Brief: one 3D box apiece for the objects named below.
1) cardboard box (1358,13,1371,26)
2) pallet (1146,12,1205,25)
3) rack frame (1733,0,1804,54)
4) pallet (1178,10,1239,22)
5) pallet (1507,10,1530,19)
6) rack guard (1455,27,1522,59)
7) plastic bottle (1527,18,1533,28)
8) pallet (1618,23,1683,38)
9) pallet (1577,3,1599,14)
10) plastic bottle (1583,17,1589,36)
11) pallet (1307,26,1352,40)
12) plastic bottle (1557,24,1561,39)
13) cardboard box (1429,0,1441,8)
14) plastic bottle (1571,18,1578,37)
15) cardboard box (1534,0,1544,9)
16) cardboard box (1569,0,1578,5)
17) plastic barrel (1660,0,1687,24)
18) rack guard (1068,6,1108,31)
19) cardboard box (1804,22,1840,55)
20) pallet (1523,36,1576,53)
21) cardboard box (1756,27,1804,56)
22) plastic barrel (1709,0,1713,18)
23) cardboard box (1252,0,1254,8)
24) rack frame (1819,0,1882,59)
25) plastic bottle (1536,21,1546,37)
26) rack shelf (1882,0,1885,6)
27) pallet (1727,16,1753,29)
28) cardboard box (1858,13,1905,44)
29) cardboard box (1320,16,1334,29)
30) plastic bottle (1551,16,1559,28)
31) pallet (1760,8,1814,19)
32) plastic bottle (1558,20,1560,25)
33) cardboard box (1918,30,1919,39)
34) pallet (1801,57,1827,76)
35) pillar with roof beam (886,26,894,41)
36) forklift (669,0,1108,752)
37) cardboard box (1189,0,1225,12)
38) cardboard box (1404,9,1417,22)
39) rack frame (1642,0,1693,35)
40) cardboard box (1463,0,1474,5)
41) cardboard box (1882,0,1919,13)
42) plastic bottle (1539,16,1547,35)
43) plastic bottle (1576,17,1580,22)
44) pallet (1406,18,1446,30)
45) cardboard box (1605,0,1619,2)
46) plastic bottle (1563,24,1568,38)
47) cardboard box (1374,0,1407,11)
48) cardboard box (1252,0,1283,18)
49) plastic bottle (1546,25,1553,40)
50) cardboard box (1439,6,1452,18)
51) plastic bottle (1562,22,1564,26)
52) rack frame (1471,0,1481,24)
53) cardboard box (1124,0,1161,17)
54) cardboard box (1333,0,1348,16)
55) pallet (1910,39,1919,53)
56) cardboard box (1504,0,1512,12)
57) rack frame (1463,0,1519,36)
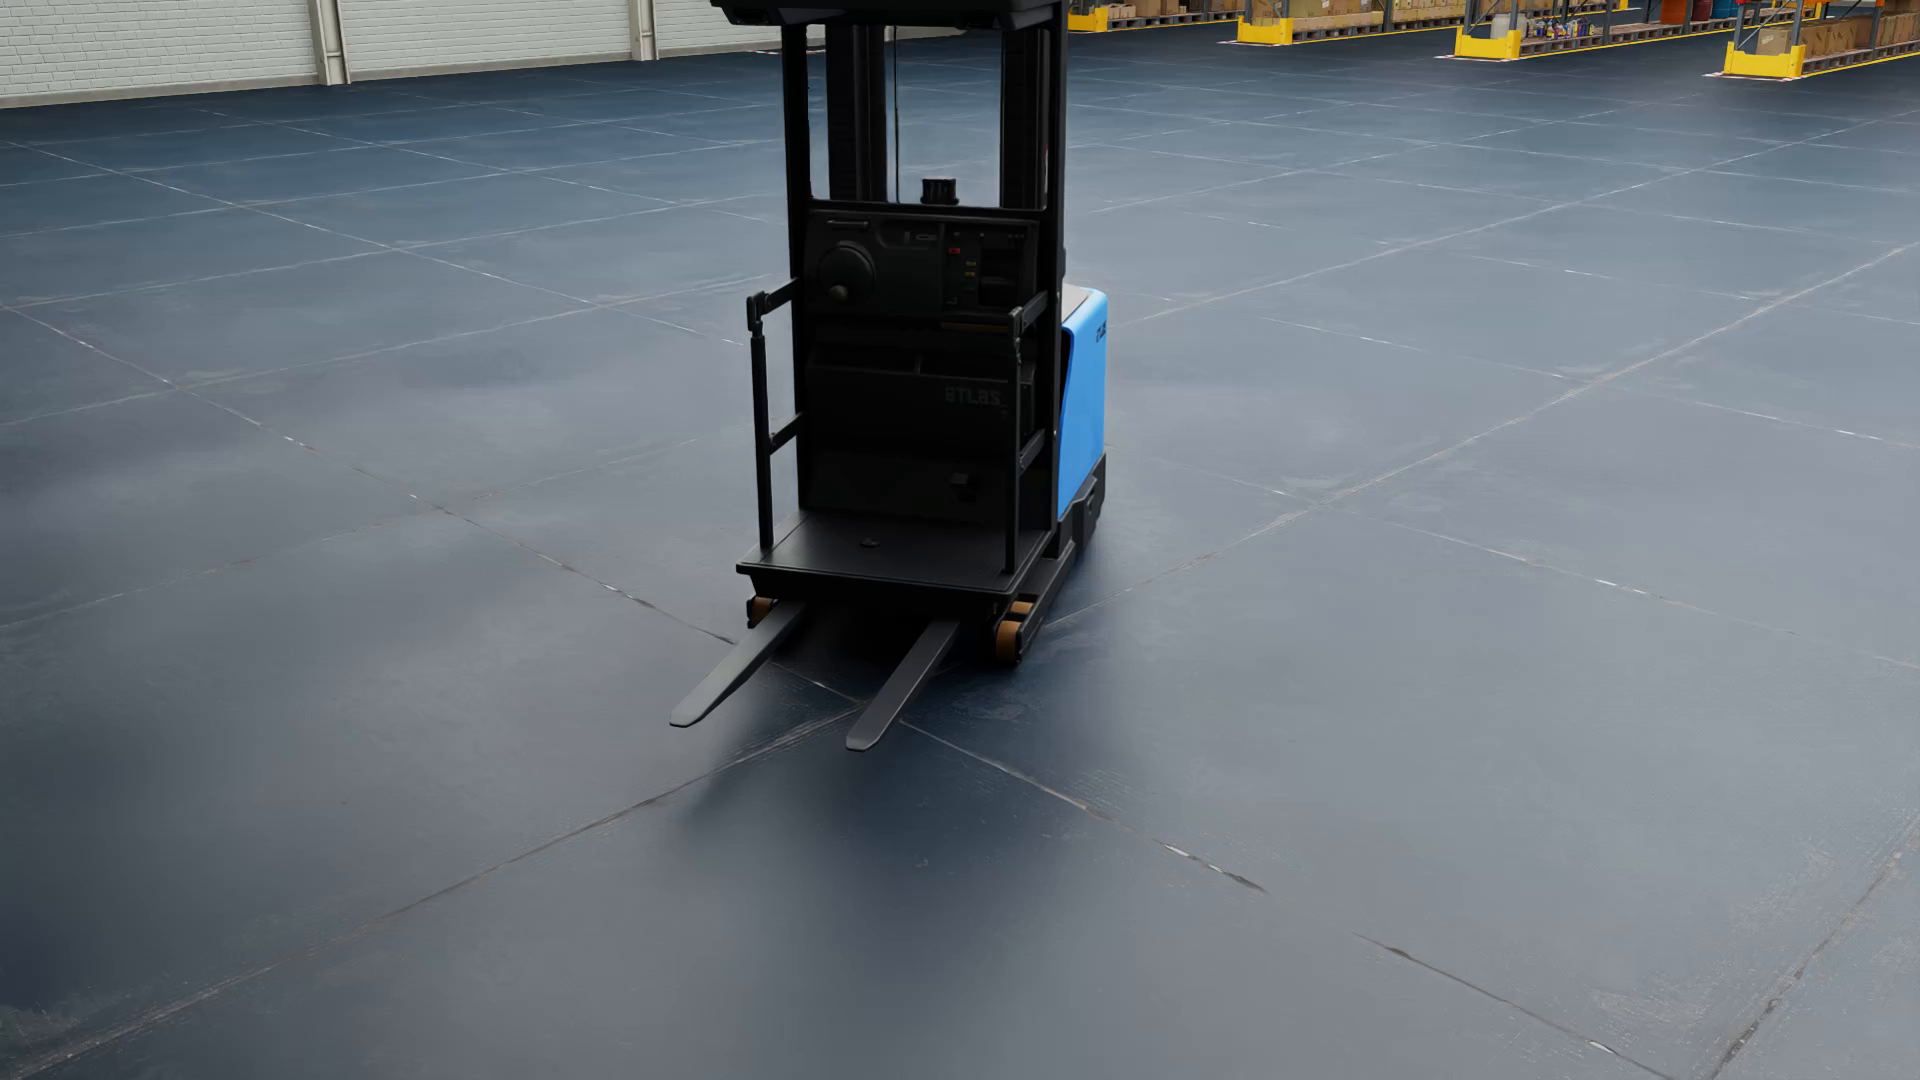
[{"bbox_3d":[8.550,-11.299,36.039,0.500,0.250,0.500,19,28,41],"label":"cardboard box"},{"bbox_3d":[5.077,-12.443,39.653,1.003,0.211,1.213,19,28,41],"label":"pallet"},{"bbox_3d":[13.377,-9.178,27.273,1.000,3.000,0.127,19,28,41],"label":"rack frame"},{"bbox_3d":[6.063,-12.825,40.646,1.003,0.211,1.213,19,28,41],"label":"pallet"},{"bbox_3d":[13.262,-12.908,40.863,1.003,0.211,1.213,19,28,41],"label":"pallet"},{"bbox_3d":[9.848,-9.282,31.028,1.175,0.500,0.348,19,28,41],"label":"rack guard"},{"bbox_3d":[11.200,-10.106,32.765,0.185,0.351,0.144,-19,28,-40],"label":"plastic bottle"},{"bbox_3d":[14.841,-10.983,35.856,1.003,0.211,1.213,19,28,41],"label":"pallet"},{"bbox_3d":[15.984,-13.933,43.530,1.003,0.211,1.213,19,28,41],"label":"pallet"},{"bbox_3d":[12.376,-10.177,32.951,0.144,0.351,0.185,18,28,39],"label":"plastic bottle"},{"bbox_3d":[7.636,-10.876,35.577,1.003,0.211,1.213,19,28,41],"label":"pallet"},{"bbox_3d":[11.555,-9.826,32.148,0.097,0.271,0.097,0,21,0],"label":"plastic bottle"},{"bbox_3d":[10.611,-12.301,37.862,0.500,0.311,0.500,-19,28,-41],"label":"cardboard box"},{"bbox_3d":[12.017,-10.045,32.607,0.144,0.351,0.185,19,28,40],"label":"plastic bottle"},{"bbox_3d":[14.163,-13.458,41.279,0.500,0.500,0.500,19,28,41],"label":"cardboard box"},{"bbox_3d":[15.697,-13.905,42.906,0.380,0.166,0.250,19,28,41],"label":"cardboard box"},{"bbox_3d":[15.738,-11.787,36.501,0.600,0.830,0.708,19,28,41],"label":"plastic barrel"},{"bbox_3d":[2.783,-11.750,37.449,1.175,0.500,0.348,19,28,41],"label":"rack guard"},{"bbox_3d":[15.089,-8.815,29.225,0.500,0.500,0.500,16,26,36],"label":"cardboard box"},{"bbox_3d":[11.269,-9.667,32.432,1.003,0.211,1.213,19,28,41],"label":"pallet"},{"bbox_3d":[13.825,-8.364,28.053,0.500,0.500,0.500,-14,25,-32],"label":"cardboard box"},{"bbox_3d":[16.856,-12.097,37.749,0.421,0.512,0.421,0,21,0],"label":"plastic barrel"},{"bbox_3d":[7.077,-13.556,41.534,0.700,0.500,0.500,19,28,40],"label":"cardboard box"},{"bbox_3d":[16.167,-10.206,29.948,1.000,3.000,0.127,19,28,41],"label":"rack frame"},{"bbox_3d":[11.454,-10.088,32.823,0.152,0.276,0.135,19,28,41],"label":"plastic bottle"},{"bbox_3d":[17.563,-10.385,31.415,1.077,0.370,4.000,19,28,41],"label":"rack shelf"},{"bbox_3d":[17.631,-12.013,38.535,1.003,0.211,1.213,19,28,41],"label":"pallet"},{"bbox_3d":[17.347,-9.659,31.395,0.700,0.500,0.500,16,26,36],"label":"cardboard box"},{"bbox_3d":[7.511,-10.911,35.029,0.500,0.250,0.500,19,28,41],"label":"cardboard box"},{"bbox_3d":[11.862,-10.275,33.206,0.144,0.351,0.185,19,28,41],"label":"plastic bottle"},{"bbox_3d":[20.387,-13.027,41.173,1.003,0.211,1.213,19,28,41],"label":"pallet"},{"bbox_3d":[12.082,-10.406,33.656,0.097,0.271,0.097,0,21,0],"label":"plastic bottle"},{"bbox_3d":[18.505,-10.096,32.532,0.700,0.500,0.500,17,27,38],"label":"cardboard box"},{"bbox_3d":[14.022,-8.096,28.344,1.003,0.211,1.213,19,28,41],"label":"pallet"},{"bbox_3d":[1.497,-13.474,30.088,9.100,9.000,0.400,19,28,41],"label":"pillar with roof beam"},{"bbox_3d":[-0.209,-1.052,6.226,1.130,2.935,3.031,6,22,15],"label":"forklift"},{"bbox_3d":[6.022,-13.158,40.497,0.500,0.500,0.700,-19,28,-40],"label":"cardboard box"},{"bbox_3d":[9.889,-11.772,37.269,0.500,0.250,0.500,-19,28,-41],"label":"cardboard box"},{"bbox_3d":[15.409,-12.474,35.848,1.000,3.000,0.127,19,28,41],"label":"rack frame"},{"bbox_3d":[11.674,-12.693,38.883,0.500,0.311,0.500,-19,28,-41],"label":"cardboard box"},{"bbox_3d":[18.149,-10.305,32.029,0.500,0.250,0.500,-16,26,-36],"label":"cardboard box"},{"bbox_3d":[11.627,-10.263,33.174,0.144,0.351,0.185,18,27,38],"label":"plastic bottle"},{"bbox_3d":[12.273,-10.213,33.045,0.144,0.351,0.185,19,28,41],"label":"plastic bottle"},{"bbox_3d":[10.410,-11.900,38.240,1.003,0.211,1.213,19,28,41],"label":"pallet"},{"bbox_3d":[17.241,-14.609,44.272,0.500,0.500,0.500,19,28,41],"label":"cardboard box"},{"bbox_3d":[11.767,-9.904,32.350,0.097,0.271,0.097,0,21,0],"label":"plastic bottle"},{"bbox_3d":[9.539,-11.905,36.833,0.500,0.311,0.500,19,28,41],"label":"cardboard box"},{"bbox_3d":[6.443,-11.134,34.562,0.500,0.500,0.500,19,28,41],"label":"cardboard box"},{"bbox_3d":[11.316,-9.738,31.918,0.097,0.271,0.097,0,21,0],"label":"plastic bottle"},{"bbox_3d":[10.960,-12.169,38.302,0.500,0.250,0.500,-19,28,-41],"label":"cardboard box"},{"bbox_3d":[11.824,-9.999,32.582,0.061,0.283,0.133,19,28,41],"label":"plastic bottle"},{"bbox_3d":[11.863,-13.715,39.076,1.000,3.000,0.127,19,28,41],"label":"rack frame"},{"bbox_3d":[4.223,-12.414,38.562,0.700,0.500,0.500,17,27,37],"label":"cardboard box"},{"bbox_3d":[7.864,-11.388,35.225,0.500,0.500,0.500,19,28,41],"label":"cardboard box"},{"bbox_3d":[18.412,-9.733,32.602,1.003,0.211,1.213,19,28,41],"label":"pallet"},{"bbox_3d":[13.100,-13.063,40.250,0.500,0.500,0.500,19,28,40],"label":"cardboard box"},{"bbox_3d":[9.828,-10.418,30.498,1.000,3.000,0.127,19,28,41],"label":"rack frame"}]
